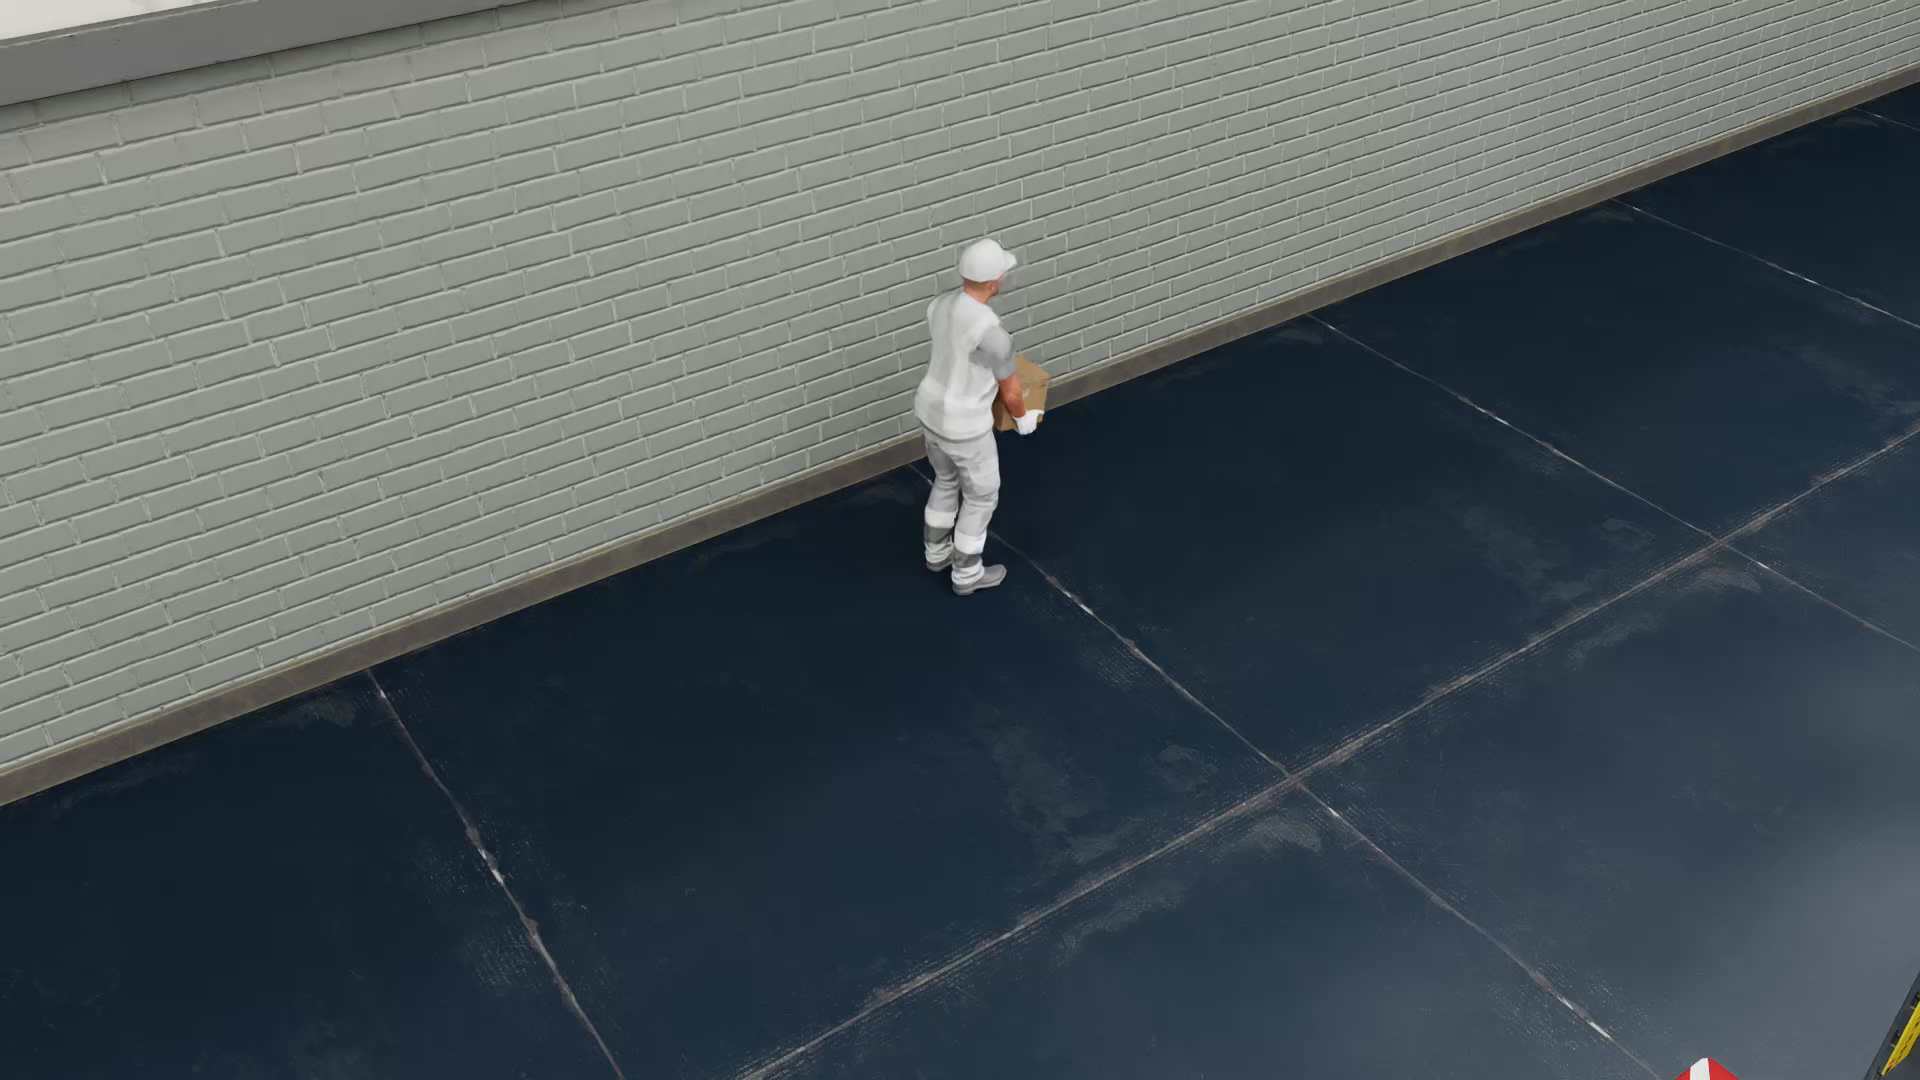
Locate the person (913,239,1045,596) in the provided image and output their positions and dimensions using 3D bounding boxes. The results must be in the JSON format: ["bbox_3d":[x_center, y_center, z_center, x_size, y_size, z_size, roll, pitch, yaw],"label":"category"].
[{"bbox_3d":[0.076,-0.588,7.811,0.587,1.762,0.489,-23,42,-28],"label":"person"}]
